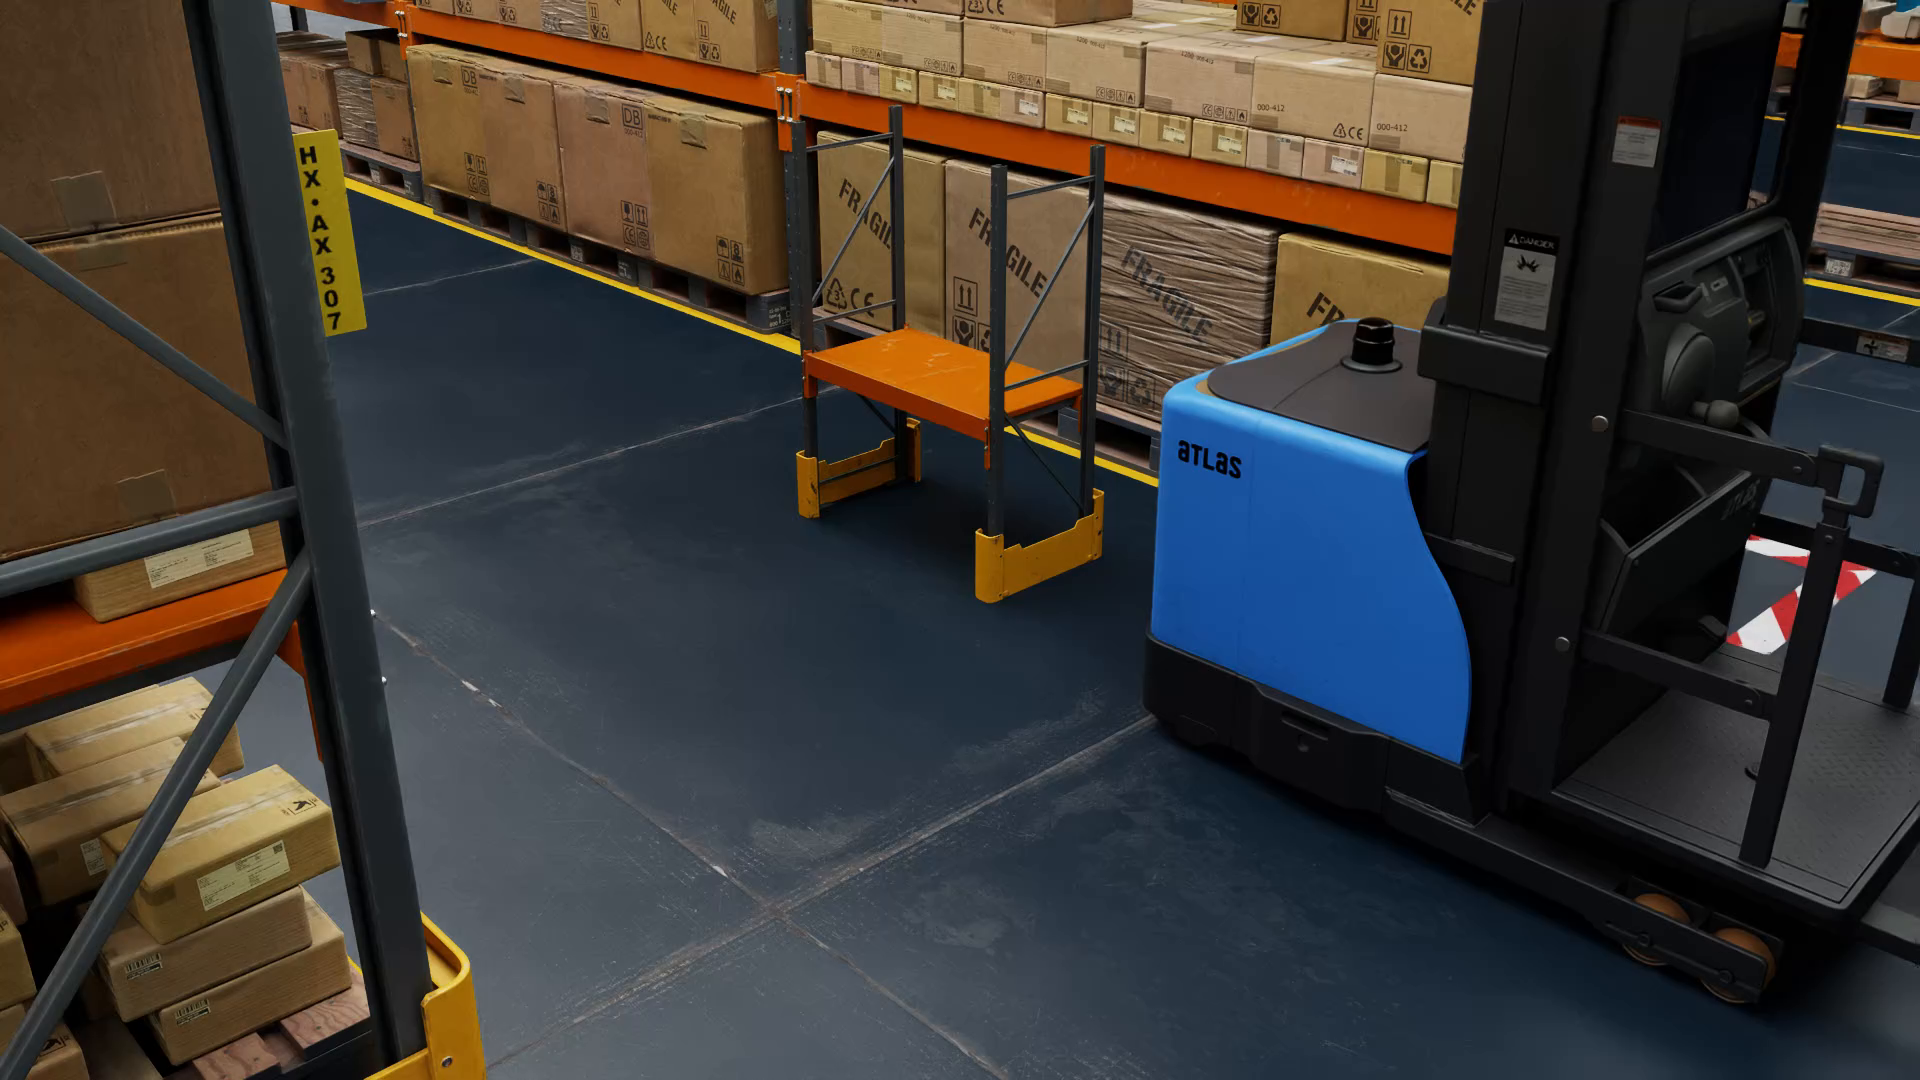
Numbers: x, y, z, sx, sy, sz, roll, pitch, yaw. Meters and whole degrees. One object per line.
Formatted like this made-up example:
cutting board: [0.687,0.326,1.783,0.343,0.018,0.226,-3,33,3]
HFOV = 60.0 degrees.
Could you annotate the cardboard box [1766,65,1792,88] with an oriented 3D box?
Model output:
cardboard box: [6.902,-4.124,14.385,0.500,0.311,0.500,-21,32,-38]

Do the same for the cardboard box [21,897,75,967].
cardboard box: [-1.954,0.789,3.835,0.380,0.149,0.250,-21,32,-38]

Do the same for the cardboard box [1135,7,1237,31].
cardboard box: [1.081,-2.069,6.993,0.500,0.250,0.500,-22,32,-39]

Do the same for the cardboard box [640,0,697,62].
cardboard box: [-1.312,-2.788,8.626,0.500,0.500,0.500,-20,31,-37]

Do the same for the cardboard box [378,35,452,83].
cardboard box: [-3.674,-3.337,11.528,0.500,0.250,0.500,-20,31,-36]

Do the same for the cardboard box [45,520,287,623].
cardboard box: [-1.398,-0.015,2.971,0.380,0.149,0.250,-22,32,-39]

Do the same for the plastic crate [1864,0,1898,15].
plastic crate: [5.338,-3.121,9.723,0.250,0.136,0.298,-21,32,-38]

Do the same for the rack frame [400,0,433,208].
rack frame: [-3.194,-3.738,10.830,1.000,3.000,0.127,-21,32,-38]

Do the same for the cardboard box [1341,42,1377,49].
cardboard box: [1.783,-1.759,6.314,0.500,0.250,0.500,-22,32,-39]

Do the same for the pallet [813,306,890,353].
pallet: [0.002,-1.005,8.199,1.003,0.211,1.213,-21,32,-38]

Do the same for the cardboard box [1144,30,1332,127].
cardboard box: [1.054,-1.761,6.318,0.500,0.250,0.500,22,33,40]

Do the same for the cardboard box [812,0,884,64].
cardboard box: [-0.330,-2.377,7.668,0.500,0.250,0.500,-22,32,-39]

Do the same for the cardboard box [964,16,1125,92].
cardboard box: [0.364,-2.069,6.994,0.500,0.250,0.500,-20,31,-37]

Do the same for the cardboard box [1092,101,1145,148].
cardboard box: [0.745,-1.678,6.616,0.380,0.149,0.250,-20,32,-37]

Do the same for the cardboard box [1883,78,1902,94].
cardboard box: [7.883,-3.993,14.098,0.500,0.311,0.500,-21,32,-38]

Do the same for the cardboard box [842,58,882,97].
cardboard box: [-0.321,-2.148,7.648,0.250,0.149,0.380,23,33,40]

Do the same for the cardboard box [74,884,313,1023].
cardboard box: [-1.587,0.801,3.450,0.380,0.149,0.250,-20,31,-36]

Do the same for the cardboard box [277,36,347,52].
cardboard box: [-5.212,-3.671,13.164,0.700,0.500,0.500,-21,32,-39]

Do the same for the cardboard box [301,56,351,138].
cardboard box: [-4.448,-3.333,12.423,0.700,0.500,0.500,-18,30,-34]

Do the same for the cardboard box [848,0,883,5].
cardboard box: [-0.320,-2.717,7.510,0.500,0.500,0.500,-21,32,-38]

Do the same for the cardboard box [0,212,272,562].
cardboard box: [-1.521,-0.333,2.887,0.500,0.500,0.500,-19,31,-36]

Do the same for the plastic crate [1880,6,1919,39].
plastic crate: [5.200,-2.822,9.068,0.396,0.136,0.243,-21,32,-38]

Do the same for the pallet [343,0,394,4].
pallet: [-3.759,-3.837,11.277,1.213,0.211,1.003,-21,32,-38]

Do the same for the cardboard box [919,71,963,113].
cardboard box: [0.040,-1.990,7.300,0.380,0.149,0.250,-22,33,-40]

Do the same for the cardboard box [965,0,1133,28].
cardboard box: [0.370,-2.409,6.836,0.500,0.500,0.500,-22,33,-40]

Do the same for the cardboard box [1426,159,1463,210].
cardboard box: [1.790,-1.215,5.601,0.380,0.149,0.250,-20,32,-38]

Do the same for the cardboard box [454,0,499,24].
cardboard box: [-2.706,-3.404,9.976,0.500,0.500,0.500,-22,33,-40]

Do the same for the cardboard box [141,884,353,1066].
cardboard box: [-1.540,0.919,3.551,0.380,0.149,0.250,-20,32,-37]

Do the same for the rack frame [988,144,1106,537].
rack frame: [0.289,-0.554,5.658,0.500,1.500,0.032,-21,32,-38]

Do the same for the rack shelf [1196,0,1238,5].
rack shelf: [1.788,-4.210,12.731,1.077,0.370,4.000,-21,32,-38]

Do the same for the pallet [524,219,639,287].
pallet: [-1.881,-1.840,10.028,1.003,0.211,1.213,-21,32,-38]

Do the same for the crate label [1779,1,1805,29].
crate label: [4.804,-2.992,9.440,0.396,0.136,0.243,-21,32,-38]

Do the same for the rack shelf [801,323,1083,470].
rack shelf: [-0.058,-0.545,6.070,0.538,0.185,1.000,-21,32,-38]

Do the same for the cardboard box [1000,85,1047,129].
cardboard box: [0.385,-1.835,6.962,0.380,0.149,0.250,-21,32,-38]

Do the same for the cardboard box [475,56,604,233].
cardboard box: [-2.134,-2.475,10.116,1.225,0.875,0.875,-21,32,-38]

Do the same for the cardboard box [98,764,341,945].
cardboard box: [-1.526,0.642,3.440,0.250,0.149,0.380,22,32,39]

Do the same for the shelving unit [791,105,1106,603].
shelving unit: [-0.052,-0.705,5.989,0.587,1.500,1.083,-21,32,-38]

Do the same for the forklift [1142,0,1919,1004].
forklift: [1.957,-0.499,3.811,3.031,2.935,1.130,22,32,39]

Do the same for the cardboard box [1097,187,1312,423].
cardboard box: [1.156,-0.986,6.851,0.875,0.875,0.875,-21,32,-38]

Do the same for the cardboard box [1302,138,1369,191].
cardboard box: [1.439,-1.370,5.941,0.380,0.149,0.250,-21,32,-38]

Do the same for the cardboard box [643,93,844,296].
cardboard box: [-0.912,-1.939,8.940,1.225,0.875,0.875,-21,32,-38]

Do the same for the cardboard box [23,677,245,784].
cardboard box: [-1.881,0.480,3.795,0.380,0.149,0.250,-21,32,-39]

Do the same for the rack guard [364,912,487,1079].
rack guard: [-1.468,1.176,3.069,1.175,0.500,0.348,-21,32,-38]

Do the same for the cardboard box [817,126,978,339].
cardboard box: [-0.068,-1.528,8.039,0.875,0.875,0.875,-21,32,-38]

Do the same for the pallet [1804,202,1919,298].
pallet: [5.354,-1.712,9.748,1.003,0.211,1.213,-21,32,-38]

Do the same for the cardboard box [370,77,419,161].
cardboard box: [-3.667,-2.998,11.690,0.500,0.500,0.700,22,32,39]

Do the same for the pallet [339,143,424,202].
pallet: [-3.727,-2.707,11.929,1.003,0.211,1.213,-21,32,-38]

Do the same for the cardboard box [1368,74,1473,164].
cardboard box: [1.749,-1.453,5.643,0.500,0.250,0.500,-22,32,-39]

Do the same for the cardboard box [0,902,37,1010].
cardboard box: [-1.963,0.809,3.075,0.380,0.149,0.250,-21,32,-38]

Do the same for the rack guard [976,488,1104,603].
rack guard: [0.288,0.014,5.918,0.587,0.250,0.087,-21,32,-38]

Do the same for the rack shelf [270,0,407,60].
rack shelf: [-4.561,-4.017,12.308,1.077,0.370,4.000,-21,32,-38]

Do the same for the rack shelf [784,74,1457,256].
rack shelf: [0.907,-1.593,6.995,1.077,0.370,4.000,-21,32,-38]

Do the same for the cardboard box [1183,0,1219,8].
cardboard box: [2.805,-5.886,18.345,0.500,0.250,0.500,-20,31,-37]

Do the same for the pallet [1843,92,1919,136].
pallet: [8.080,-3.488,13.643,1.003,0.211,1.213,-21,32,-38]

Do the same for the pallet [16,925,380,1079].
pallet: [-1.997,1.052,3.691,1.003,0.211,1.213,-21,32,-38]

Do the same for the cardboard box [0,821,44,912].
cardboard box: [-1.965,0.653,3.775,0.380,0.149,0.250,-21,32,-38]

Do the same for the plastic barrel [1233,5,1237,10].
plastic barrel: [2.312,-3.552,12.444,0.600,0.901,0.708,-21,32,-38]

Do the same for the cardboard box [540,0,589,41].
cardboard box: [-2.014,-3.097,9.305,0.500,0.500,0.500,-21,32,-38]

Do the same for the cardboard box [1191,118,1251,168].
cardboard box: [1.091,-1.524,6.278,0.380,0.149,0.250,-22,33,-40]

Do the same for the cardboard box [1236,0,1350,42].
cardboard box: [1.442,-2.251,6.490,0.500,0.500,0.500,-22,33,-40]
